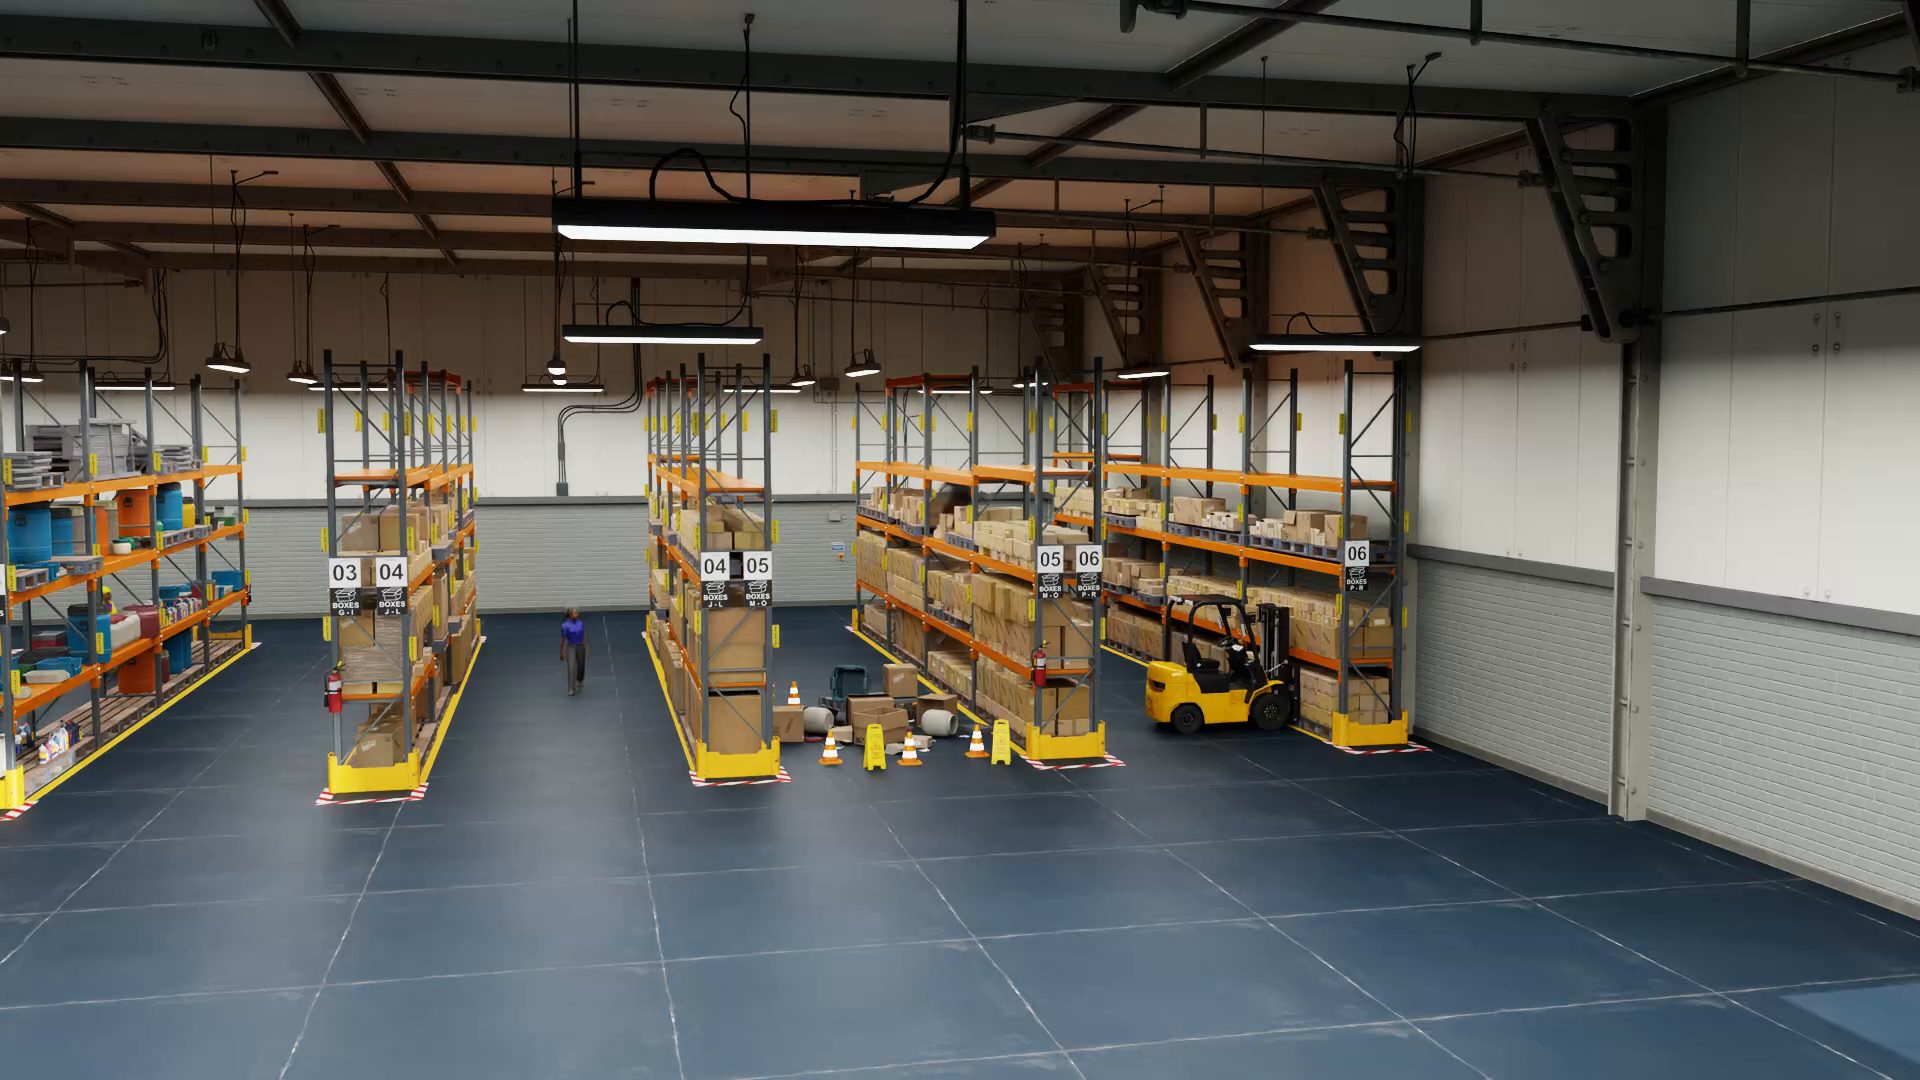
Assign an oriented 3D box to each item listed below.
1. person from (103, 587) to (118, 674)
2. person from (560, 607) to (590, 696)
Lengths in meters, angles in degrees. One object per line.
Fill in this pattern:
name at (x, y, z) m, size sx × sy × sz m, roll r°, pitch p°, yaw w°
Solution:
person at (-17.078, 1.819, 33.230) m, size 0.573 × 1.770 × 0.469 m, roll -4°, pitch 6°, yaw -44°
person at (-7.154, 2.045, 30.882) m, size 0.536 × 1.603 × 0.907 m, roll -1°, pitch 4°, yaw -18°
